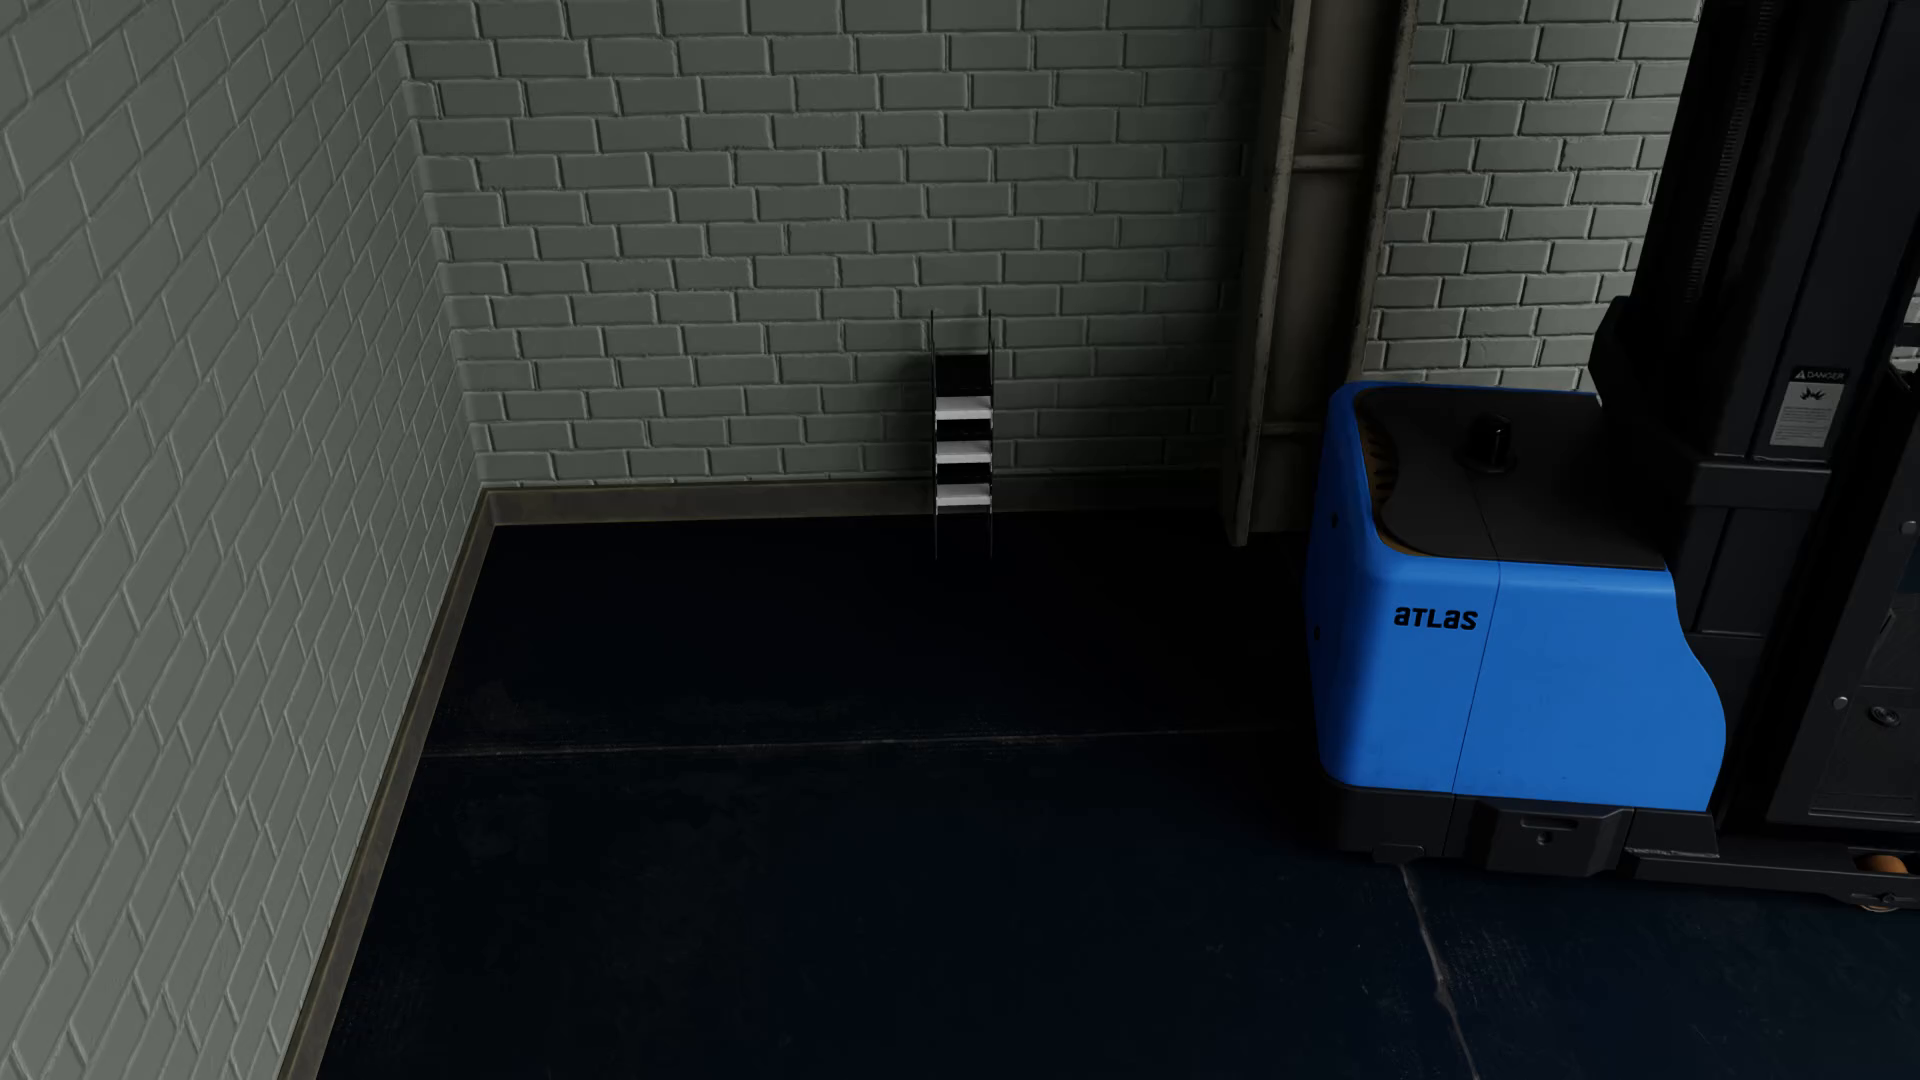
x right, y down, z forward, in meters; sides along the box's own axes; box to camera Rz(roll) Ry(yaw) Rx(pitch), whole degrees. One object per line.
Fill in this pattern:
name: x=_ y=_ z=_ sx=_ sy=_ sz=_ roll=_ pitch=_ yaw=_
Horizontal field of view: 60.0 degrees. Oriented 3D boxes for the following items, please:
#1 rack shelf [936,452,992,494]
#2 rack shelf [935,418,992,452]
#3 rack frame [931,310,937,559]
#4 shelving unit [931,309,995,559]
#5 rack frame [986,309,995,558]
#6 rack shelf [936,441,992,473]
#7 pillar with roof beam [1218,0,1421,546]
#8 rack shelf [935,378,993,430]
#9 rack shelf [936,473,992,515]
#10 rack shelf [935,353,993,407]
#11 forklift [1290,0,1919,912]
rack shelf: x=0.008 y=-0.269 z=6.064 sx=0.200 sy=0.077 sz=0.258 roll=-2 pitch=35 yaw=-2
rack shelf: x=0.008 y=-0.417 z=5.962 sx=0.200 sy=0.077 sz=0.258 roll=-2 pitch=35 yaw=-2
rack frame: x=-0.093 y=-0.367 z=5.990 sx=0.006 sy=0.900 sz=0.240 roll=-2 pitch=35 yaw=-2
shelving unit: x=0.008 y=-0.370 z=5.994 sx=0.210 sy=0.900 sz=0.258 roll=-2 pitch=35 yaw=-2
rack frame: x=0.110 y=-0.373 z=5.998 sx=0.006 sy=0.900 sz=0.240 roll=-2 pitch=35 yaw=-2
rack shelf: x=0.008 y=-0.343 z=6.013 sx=0.200 sy=0.077 sz=0.258 roll=-2 pitch=35 yaw=-2
pillar with roof beam: x=1.408 y=-1.322 z=0.253 sx=0.400 sy=9.000 sz=9.100 roll=-2 pitch=35 yaw=-2
rack shelf: x=0.008 y=-0.491 z=5.911 sx=0.200 sy=0.077 sz=0.258 roll=-2 pitch=35 yaw=-2
rack shelf: x=0.008 y=-0.195 z=6.116 sx=0.200 sy=0.077 sz=0.258 roll=-2 pitch=35 yaw=-2
rack shelf: x=0.008 y=-0.565 z=5.860 sx=0.200 sy=0.077 sz=0.258 roll=-2 pitch=35 yaw=-2
forklift: x=2.573 y=-0.457 z=4.335 sx=3.031 sy=2.935 sz=1.130 roll=3 pitch=35 yaw=5
